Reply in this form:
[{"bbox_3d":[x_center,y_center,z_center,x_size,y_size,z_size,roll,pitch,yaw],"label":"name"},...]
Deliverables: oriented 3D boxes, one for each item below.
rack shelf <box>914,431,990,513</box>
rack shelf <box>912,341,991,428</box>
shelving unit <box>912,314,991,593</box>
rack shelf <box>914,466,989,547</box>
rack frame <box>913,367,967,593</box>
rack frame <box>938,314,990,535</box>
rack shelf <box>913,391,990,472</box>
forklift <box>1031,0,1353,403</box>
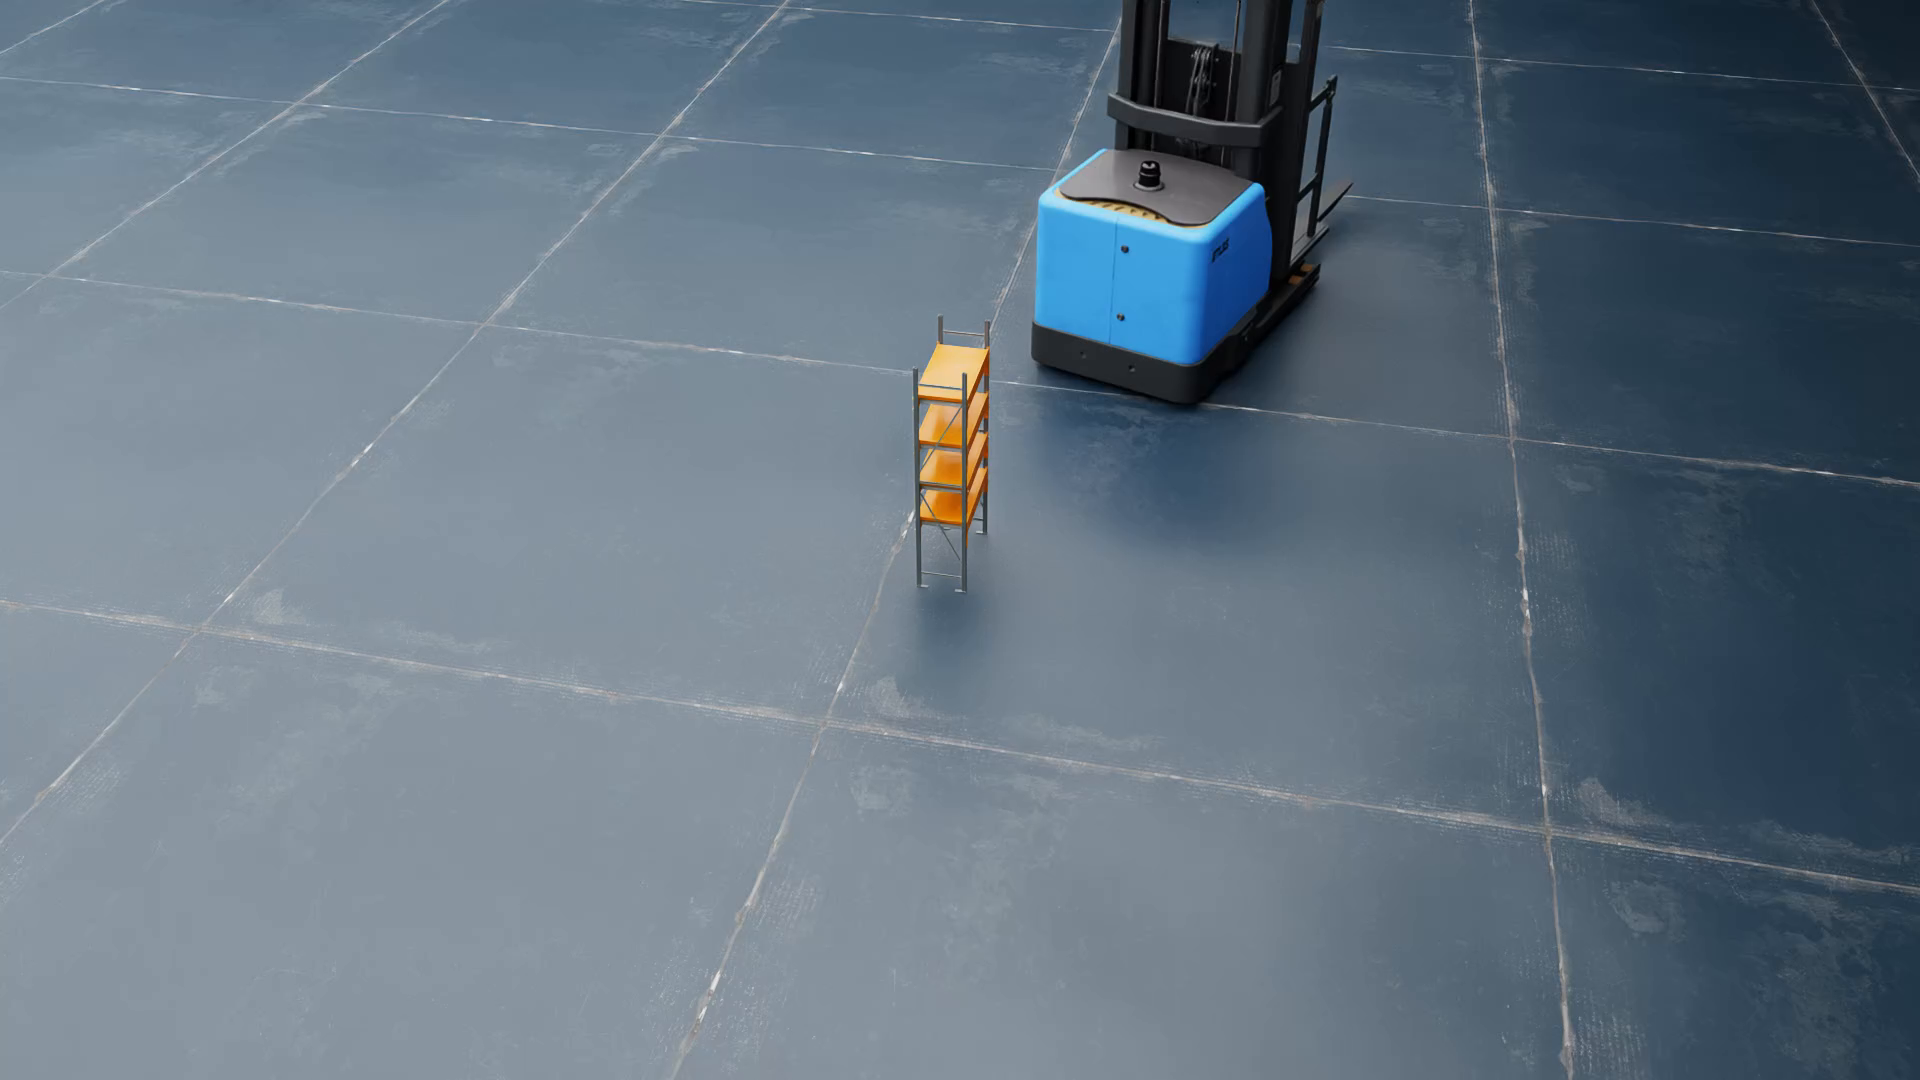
[{"bbox_3d":[-0.035,-0.336,7.806,0.258,0.148,0.480,7,37,10],"label":"rack shelf"},{"bbox_3d":[-0.035,-0.709,7.536,0.258,0.148,0.480,7,37,10],"label":"rack shelf"},{"bbox_3d":[-0.035,-0.391,7.767,0.258,1.200,0.503,7,37,10],"label":"shelving unit"},{"bbox_3d":[-0.035,-0.176,7.923,0.258,0.148,0.480,7,37,10],"label":"rack shelf"},{"bbox_3d":[-0.087,-0.251,7.574,0.240,1.200,0.015,7,37,10],"label":"rack frame"},{"bbox_3d":[0.017,-0.531,7.960,0.240,1.200,0.015,7,37,10],"label":"rack frame"},{"bbox_3d":[-0.035,-0.518,7.675,0.258,0.148,0.480,7,37,10],"label":"rack shelf"},{"bbox_3d":[1.596,-2.779,9.586,1.130,2.935,3.031,19,40,24],"label":"forklift"}]
